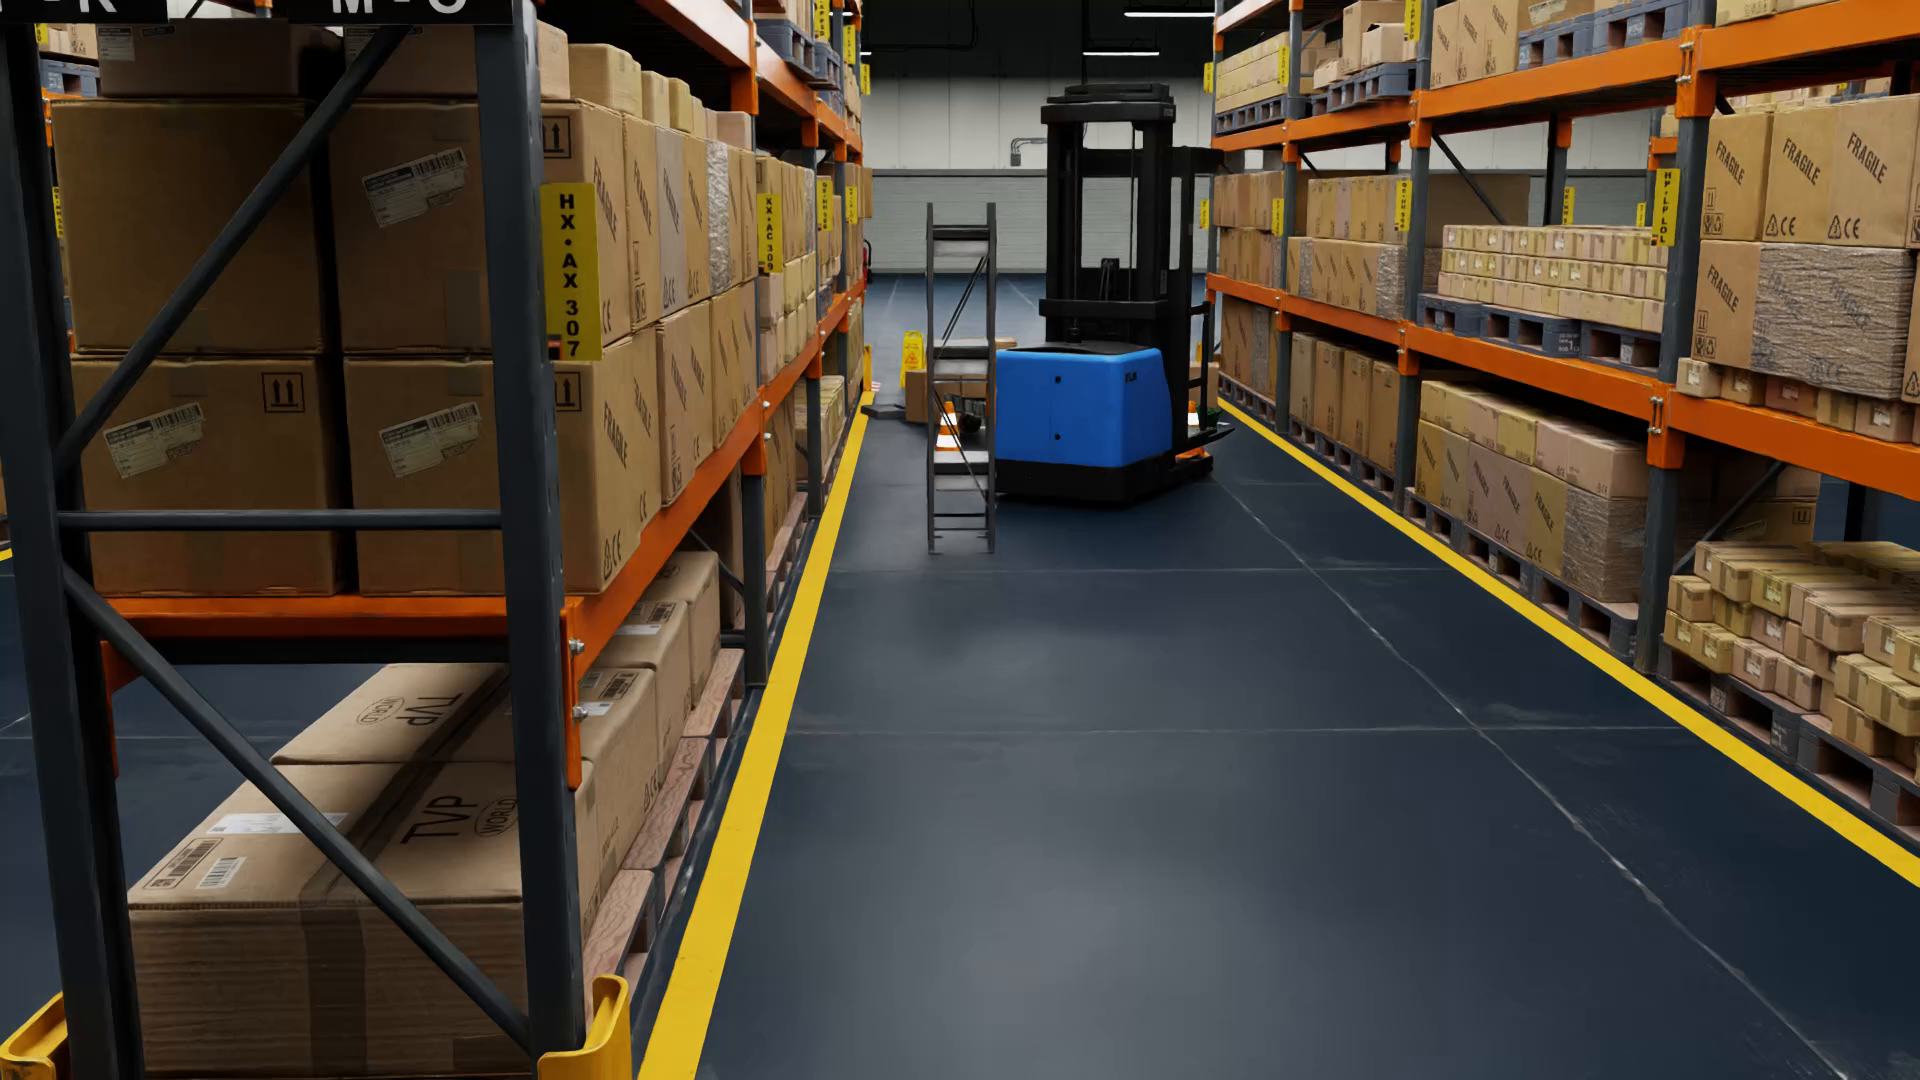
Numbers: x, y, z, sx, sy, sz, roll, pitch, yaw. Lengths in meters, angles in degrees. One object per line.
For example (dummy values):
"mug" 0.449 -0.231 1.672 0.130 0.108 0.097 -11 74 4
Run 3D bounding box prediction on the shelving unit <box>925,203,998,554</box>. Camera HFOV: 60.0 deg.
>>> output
"shelving unit" 0.003 -0.996 10.188 0.431 2.100 0.503 0 11 -1

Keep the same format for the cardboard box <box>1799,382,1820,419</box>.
"cardboard box" 3.406 -0.528 6.247 0.380 0.149 0.250 -1 11 -4

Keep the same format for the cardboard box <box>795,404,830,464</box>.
"cardboard box" -1.464 -0.798 12.501 0.950 0.372 0.625 0 11 -2

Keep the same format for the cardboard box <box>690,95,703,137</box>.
"cardboard box" -1.075 -1.420 5.619 0.380 0.149 0.250 0 11 -2

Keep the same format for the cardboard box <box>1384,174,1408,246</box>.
"cardboard box" 3.497 -2.390 12.030 0.700 0.500 0.500 0 11 -2

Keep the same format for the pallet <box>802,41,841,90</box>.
"pallet" -1.373 -2.871 10.095 1.213 0.211 1.003 0 11 1

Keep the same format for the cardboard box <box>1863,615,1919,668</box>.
"cardboard box" 3.431 0.364 5.836 0.380 0.149 0.250 -1 11 -4

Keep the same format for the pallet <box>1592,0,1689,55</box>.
"pallet" 3.684 -2.367 7.612 1.213 0.211 1.003 0 11 -1

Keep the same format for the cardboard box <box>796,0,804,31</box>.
"cardboard box" -1.113 -2.997 8.933 0.500 0.500 0.500 0 11 -1

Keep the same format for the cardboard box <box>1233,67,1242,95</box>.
"cardboard box" 3.119 -4.751 17.208 0.500 0.250 0.500 0 11 -2

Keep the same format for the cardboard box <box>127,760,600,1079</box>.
"cardboard box" -1.387 0.888 4.023 0.875 0.438 0.875 -1 11 -3

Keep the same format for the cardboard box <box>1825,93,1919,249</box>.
"cardboard box" 3.362 -1.257 5.696 0.500 0.500 0.500 0 11 0

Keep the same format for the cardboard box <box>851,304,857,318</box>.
"cardboard box" -1.228 -2.259 16.491 0.380 0.149 0.250 0 11 2

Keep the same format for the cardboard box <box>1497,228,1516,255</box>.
"cardboard box" 3.345 -1.734 9.643 0.380 0.149 0.250 0 11 1

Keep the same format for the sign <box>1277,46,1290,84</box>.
"sign" 2.870 -4.216 14.753 0.100 0.325 0.005 0 11 -1

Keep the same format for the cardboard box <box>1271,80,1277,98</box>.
"cardboard box" 3.092 -4.179 15.395 0.380 0.149 0.250 0 11 0

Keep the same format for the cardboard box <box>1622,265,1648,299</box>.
"cardboard box" 3.378 -1.225 7.882 0.380 0.149 0.250 0 11 -1

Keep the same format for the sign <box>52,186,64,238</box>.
"sign" -5.859 -2.133 10.813 0.100 0.325 0.005 0 11 -1

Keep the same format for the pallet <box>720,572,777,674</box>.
"pallet" -1.448 0.388 8.117 1.003 0.211 1.213 0 11 -1

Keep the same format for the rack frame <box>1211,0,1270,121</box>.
"rack frame" 3.342 -6.192 18.446 1.000 3.000 0.127 0 11 -1

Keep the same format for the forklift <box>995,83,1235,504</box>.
"forklift" 1.333 -1.937 12.737 1.130 2.935 3.031 6 13 27

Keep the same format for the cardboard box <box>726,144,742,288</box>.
"cardboard box" -1.068 -1.171 6.022 0.500 0.500 0.500 0 11 -2

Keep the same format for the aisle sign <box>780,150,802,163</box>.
"aisle sign" -1.916 -4.496 18.639 0.394 0.787 0.004 0 11 -1

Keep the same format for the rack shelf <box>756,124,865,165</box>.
"rack shelf" -1.563 -3.931 16.657 1.077 0.370 4.000 0 11 -1

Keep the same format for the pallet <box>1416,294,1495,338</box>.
"pallet" 3.629 -1.426 10.527 1.213 0.211 1.003 0 11 -1

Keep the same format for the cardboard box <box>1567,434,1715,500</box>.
"cardboard box" 3.322 -0.361 8.141 0.500 0.250 0.500 -1 11 -3

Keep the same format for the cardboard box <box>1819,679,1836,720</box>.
"cardboard box" 3.435 0.605 6.149 0.380 0.149 0.250 -1 11 -4

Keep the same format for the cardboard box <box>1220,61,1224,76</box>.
"cardboard box" 3.035 -5.127 18.059 0.380 0.149 0.250 0 11 -1

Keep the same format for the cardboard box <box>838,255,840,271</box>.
"cardboard box" -1.235 -2.398 14.408 0.380 0.149 0.250 0 11 0

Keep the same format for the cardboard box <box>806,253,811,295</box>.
"cardboard box" -1.161 -1.595 9.998 0.500 0.250 0.500 -1 11 -3

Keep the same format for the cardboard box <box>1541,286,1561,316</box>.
"cardboard box" 3.354 -1.286 8.929 0.380 0.149 0.250 0 11 1

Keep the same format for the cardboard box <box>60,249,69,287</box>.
"cardboard box" -6.142 -1.861 11.306 0.500 0.250 0.500 0 11 -1

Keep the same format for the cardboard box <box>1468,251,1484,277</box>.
"cardboard box" 3.333 -1.686 10.152 0.380 0.149 0.250 -1 11 -3

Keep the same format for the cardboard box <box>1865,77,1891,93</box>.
"cardboard box" 8.297 -4.089 14.312 0.797 0.503 0.637 -1 11 -4

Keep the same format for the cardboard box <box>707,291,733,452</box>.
"cardboard box" -1.050 -0.581 5.630 0.500 0.500 0.500 0 11 -2

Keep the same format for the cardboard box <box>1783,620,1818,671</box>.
"cardboard box" 3.417 0.405 6.386 0.380 0.149 0.250 -1 11 -4

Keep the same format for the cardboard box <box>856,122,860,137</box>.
"cardboard box" -1.280 -4.439 17.983 0.380 0.149 0.250 0 11 -1

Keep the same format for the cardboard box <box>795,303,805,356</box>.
"cardboard box" -1.110 -1.145 9.036 0.500 0.250 0.500 0 11 -2

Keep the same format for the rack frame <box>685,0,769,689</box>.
"rack frame" -1.357 -0.826 7.085 1.000 3.000 0.127 0 11 -1

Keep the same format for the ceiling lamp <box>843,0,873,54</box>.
"ceiling lamp" -3.245 -14.064 42.566 2.000 3.185 0.800 0 11 -1

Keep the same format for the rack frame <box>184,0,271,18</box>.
"rack frame" -6.484 -5.335 14.223 1.000 3.000 0.127 0 11 -1

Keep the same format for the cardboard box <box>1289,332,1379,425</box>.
"cardboard box" 3.528 -1.437 14.698 1.050 0.750 0.750 0 11 -1

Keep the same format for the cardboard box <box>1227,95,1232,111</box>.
"cardboard box" 3.045 -4.633 17.631 0.380 0.149 0.250 0 11 -1

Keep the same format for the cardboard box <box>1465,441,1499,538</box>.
"cardboard box" 3.296 -0.298 9.717 0.500 0.500 0.500 -1 11 -3

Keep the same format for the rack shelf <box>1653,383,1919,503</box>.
"rack shelf" 3.632 -0.116 5.396 1.077 0.370 4.000 0 11 -1

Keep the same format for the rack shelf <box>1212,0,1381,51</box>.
"rack shelf" 3.384 -5.246 16.597 1.077 0.370 4.000 0 11 -1

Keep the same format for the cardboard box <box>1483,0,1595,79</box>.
"cardboard box" 3.286 -2.867 9.351 0.500 0.500 0.500 0 11 -1

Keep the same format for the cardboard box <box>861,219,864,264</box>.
"cardboard box" -1.318 -3.299 18.277 0.500 0.500 0.500 0 11 -2

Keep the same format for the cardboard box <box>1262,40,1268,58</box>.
"cardboard box" 3.084 -4.670 15.809 0.380 0.149 0.250 0 11 0

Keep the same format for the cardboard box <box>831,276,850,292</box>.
"cardboard box" -1.208 -2.357 15.264 0.380 0.149 0.250 0 11 -1

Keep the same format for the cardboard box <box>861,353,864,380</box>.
"cardboard box" -1.318 -1.905 18.265 0.500 0.250 0.500 0 11 -1

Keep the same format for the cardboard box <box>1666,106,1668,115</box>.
"cardboard box" 8.078 -4.788 18.446 0.380 0.149 0.250 0 11 -2

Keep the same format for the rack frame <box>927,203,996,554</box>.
"rack frame" 0.008 -0.948 9.949 0.400 2.100 0.015 0 11 -1

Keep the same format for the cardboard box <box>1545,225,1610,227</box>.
"cardboard box" 3.976 -1.940 10.657 0.380 0.149 0.250 -1 11 -3

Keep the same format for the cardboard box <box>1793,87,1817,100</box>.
"cardboard box" 8.085 -4.215 15.622 0.380 0.149 0.250 -1 11 -4

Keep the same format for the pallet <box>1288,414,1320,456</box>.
"pallet" 3.516 -0.937 14.646 1.003 0.211 1.213 0 11 -1

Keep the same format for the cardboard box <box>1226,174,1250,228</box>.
"cardboard box" 3.291 -3.560 17.467 0.875 0.550 0.550 0 11 -1
